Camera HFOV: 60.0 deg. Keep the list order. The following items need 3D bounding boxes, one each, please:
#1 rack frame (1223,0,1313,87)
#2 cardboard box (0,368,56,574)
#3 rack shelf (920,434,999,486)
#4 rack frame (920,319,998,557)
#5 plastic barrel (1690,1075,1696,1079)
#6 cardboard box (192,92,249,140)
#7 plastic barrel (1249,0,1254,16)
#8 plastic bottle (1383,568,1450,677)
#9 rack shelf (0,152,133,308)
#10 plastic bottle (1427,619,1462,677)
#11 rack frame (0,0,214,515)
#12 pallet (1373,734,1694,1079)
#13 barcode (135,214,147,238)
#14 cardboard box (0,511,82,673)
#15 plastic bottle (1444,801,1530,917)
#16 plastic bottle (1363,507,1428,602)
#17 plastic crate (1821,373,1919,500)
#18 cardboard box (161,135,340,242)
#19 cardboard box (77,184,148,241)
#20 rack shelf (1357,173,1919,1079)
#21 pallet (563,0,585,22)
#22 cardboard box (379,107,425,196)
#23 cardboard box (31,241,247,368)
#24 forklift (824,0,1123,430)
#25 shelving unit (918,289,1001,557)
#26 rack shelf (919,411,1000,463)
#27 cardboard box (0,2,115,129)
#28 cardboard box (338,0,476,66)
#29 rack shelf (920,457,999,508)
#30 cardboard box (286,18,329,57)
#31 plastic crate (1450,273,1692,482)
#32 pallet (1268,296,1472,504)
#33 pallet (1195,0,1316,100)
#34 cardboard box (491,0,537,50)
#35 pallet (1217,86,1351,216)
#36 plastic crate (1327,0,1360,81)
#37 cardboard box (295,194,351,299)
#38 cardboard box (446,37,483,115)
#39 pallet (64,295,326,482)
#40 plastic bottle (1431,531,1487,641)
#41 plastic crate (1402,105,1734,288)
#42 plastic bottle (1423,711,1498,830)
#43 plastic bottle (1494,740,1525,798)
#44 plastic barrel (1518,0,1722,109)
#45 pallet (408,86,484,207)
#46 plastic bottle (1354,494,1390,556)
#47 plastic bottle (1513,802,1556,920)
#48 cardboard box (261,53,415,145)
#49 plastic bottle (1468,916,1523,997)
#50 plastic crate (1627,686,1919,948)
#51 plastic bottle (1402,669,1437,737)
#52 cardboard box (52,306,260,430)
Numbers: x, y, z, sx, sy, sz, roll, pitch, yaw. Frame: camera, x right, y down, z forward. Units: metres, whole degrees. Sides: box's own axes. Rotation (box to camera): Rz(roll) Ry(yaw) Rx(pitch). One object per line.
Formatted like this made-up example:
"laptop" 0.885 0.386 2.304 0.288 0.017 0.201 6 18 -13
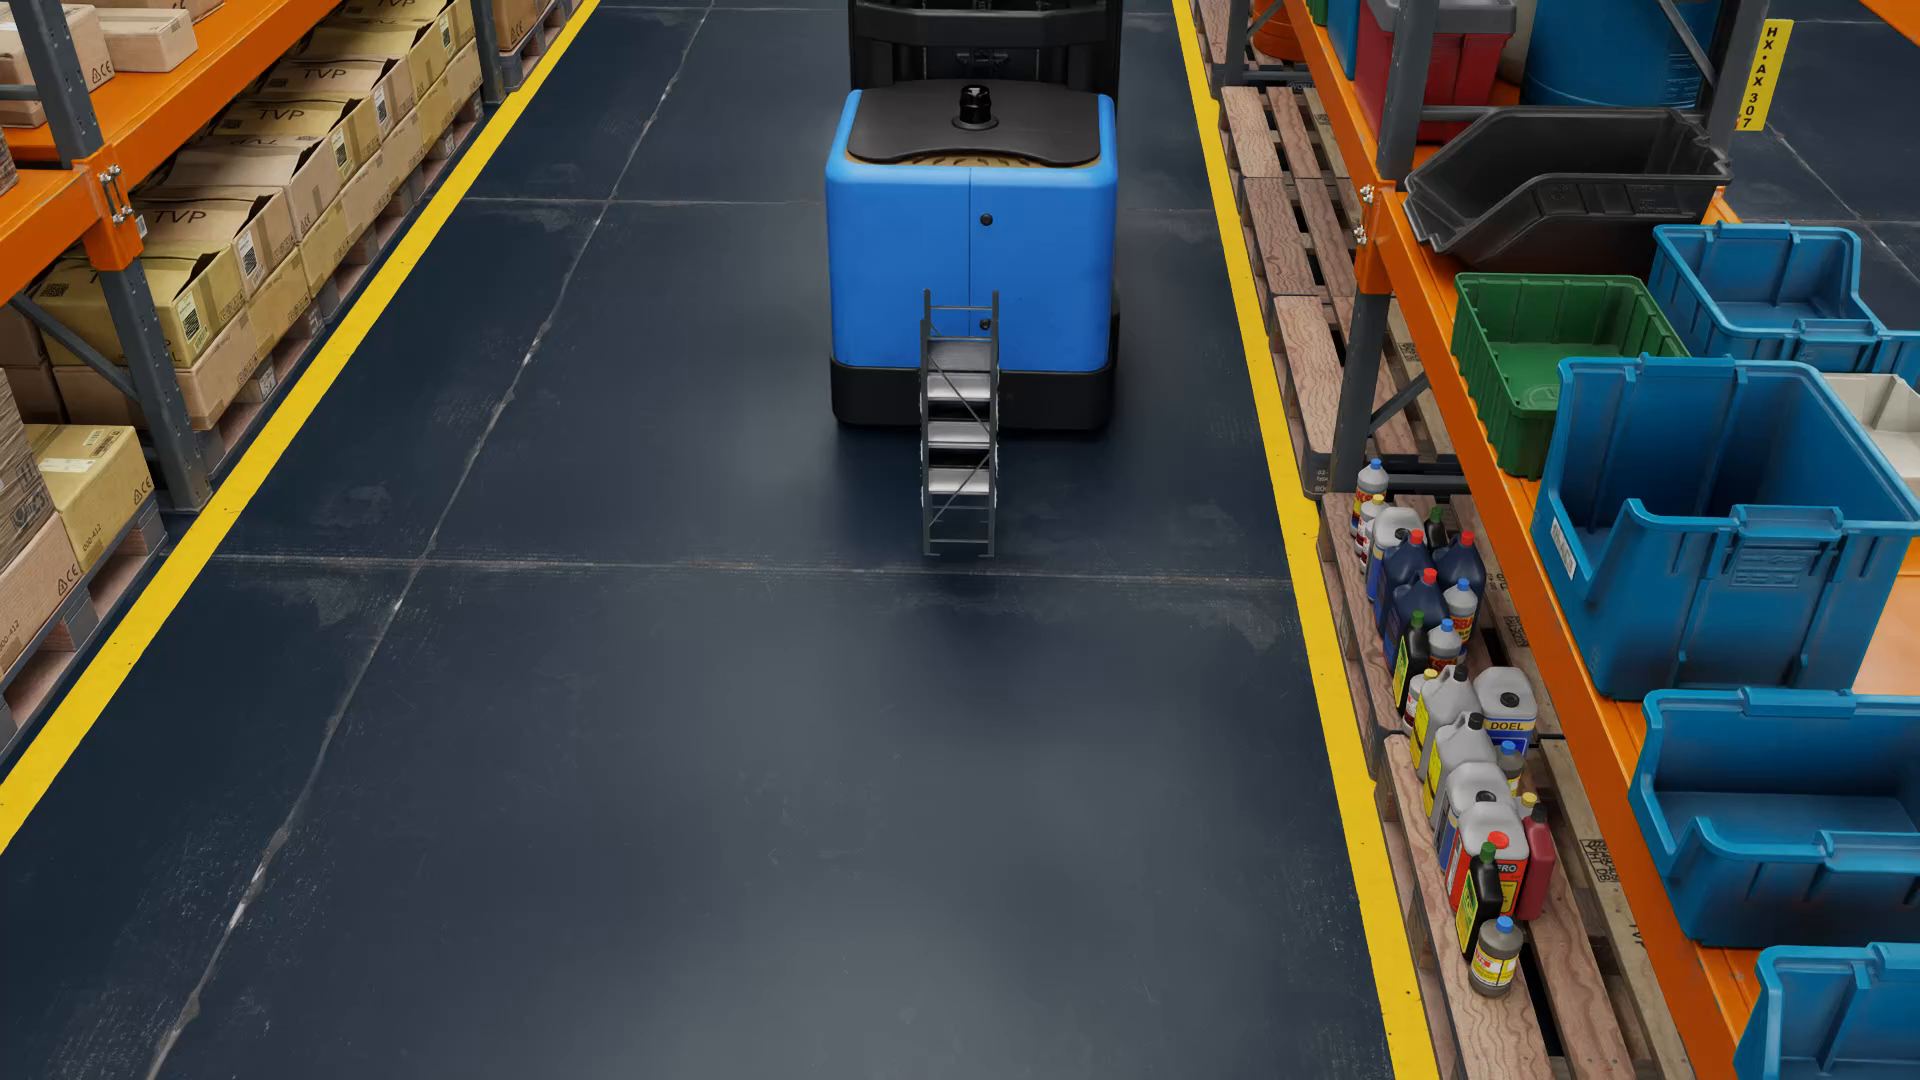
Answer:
"rack frame" 1.926 -3.546 8.187 1.000 3.000 0.127 1 35 2
"cardboard box" -3.016 -0.160 4.742 0.500 0.500 0.500 1 35 2
"rack shelf" 0.000 -0.272 5.569 0.258 0.077 0.200 1 35 2
"rack frame" -0.004 -0.314 5.415 0.240 0.900 0.006 1 35 2
"plastic barrel" 1.575 1.228 3.192 0.421 0.512 0.421 0 35 0
"cardboard box" -3.393 -1.754 7.176 0.500 0.311 0.500 1 35 1
"plastic barrel" 1.862 -3.308 9.646 0.421 0.512 0.421 0 35 0
"plastic bottle" 1.311 0.219 4.751 0.144 0.351 0.185 0 35 0
"rack shelf" -3.264 0.079 3.654 1.077 0.370 4.000 1 35 2
"plastic bottle" 1.342 0.336 4.653 0.097 0.271 0.097 0 35 0
"rack frame" -3.184 -1.364 5.083 1.000 3.000 0.127 1 35 2
"pallet" 1.651 0.981 4.171 1.003 0.211 1.213 1 35 2
"barcode" -2.757 -1.051 5.594 0.001 0.075 0.075 1 35 2
"cardboard box" -3.014 0.147 4.958 0.500 0.250 0.500 1 35 2
"plastic bottle" 1.278 0.775 4.024 0.152 0.276 0.135 2 35 2
"plastic bottle" 1.329 0.046 5.062 0.152 0.276 0.135 3 35 4
"plastic crate" 1.953 -0.201 3.657 0.530 0.136 0.437 1 35 2
"cardboard box" -2.873 -1.457 6.753 0.500 0.311 0.500 0 35 0
"cardboard box" -3.439 -1.179 6.357 0.500 0.311 0.500 2 35 3
"rack shelf" 1.685 0.196 3.489 1.077 0.370 4.000 1 35 2
"pallet" -2.904 -3.649 10.758 1.003 0.211 1.213 1 35 2
"cardboard box" -2.841 -1.816 7.752 0.500 0.250 0.500 2 35 3
"cardboard box" -2.918 -0.872 5.921 0.500 0.311 0.500 1 35 2
"forklift" 0.113 -2.432 6.662 1.130 2.935 3.031 2 35 2
"shelving unit" 0.000 -0.373 5.498 0.258 0.900 0.210 1 35 2
"rack shelf" 0.000 -0.346 5.517 0.258 0.077 0.200 1 35 2
"cardboard box" -3.208 -1.587 5.530 0.500 0.250 0.500 3 35 5
"cardboard box" -2.798 -2.632 8.425 0.500 0.311 0.500 2 35 3
"rack shelf" 0.000 -0.198 5.621 0.258 0.077 0.200 1 35 2
"cardboard box" -3.350 -2.343 8.013 0.500 0.311 0.500 1 35 1
"plastic crate" 1.429 -0.388 3.877 0.450 0.188 0.662 1 35 2
"pallet" 1.758 -0.559 6.362 1.003 0.211 1.213 1 35 2
"pallet" 1.916 -2.859 9.634 1.003 0.211 1.213 1 35 2
"cardboard box" -2.719 -3.075 9.308 0.500 0.500 0.500 3 35 4
"pallet" 1.856 -1.961 8.357 1.003 0.211 1.213 1 35 2
"plastic crate" 1.499 -1.882 5.833 0.392 0.384 0.575 1 35 2
"cardboard box" -2.880 -1.229 6.915 0.500 0.250 0.500 0 35 0
"cardboard box" -2.800 -2.401 8.584 0.500 0.250 0.500 2 35 3
"pallet" -3.193 -0.648 6.488 1.003 0.211 1.213 1 35 2
"plastic bottle" 1.463 0.113 4.901 0.144 0.351 0.185 1 35 2
"plastic crate" 1.617 -0.925 4.511 0.767 0.338 0.504 1 35 2
"plastic bottle" 1.286 0.570 4.252 0.144 0.351 0.185 3 35 4
"plastic bottle" 1.409 0.608 4.327 0.097 0.201 0.097 0 35 0
"plastic barrel" 2.084 -1.668 5.079 0.600 0.901 0.708 1 35 2
"pallet" -3.095 -2.050 8.483 1.003 0.211 1.213 1 35 2
"plastic bottle" 1.311 -0.052 5.266 0.097 0.201 0.097 0 35 0
"plastic bottle" 1.384 0.774 4.019 0.061 0.283 0.133 1 35 2
"cardboard box" -2.835 -2.043 7.587 0.500 0.311 0.500 1 35 2
"plastic bottle" 1.241 0.950 3.841 0.097 0.201 0.097 0 35 0
"plastic crate" 1.358 0.444 2.639 0.499 0.251 0.408 1 35 2
"plastic bottle" 1.276 0.442 4.564 0.097 0.201 0.097 0 35 0
"cardboard box" -2.920 -0.637 6.074 0.500 0.250 0.500 1 35 1
